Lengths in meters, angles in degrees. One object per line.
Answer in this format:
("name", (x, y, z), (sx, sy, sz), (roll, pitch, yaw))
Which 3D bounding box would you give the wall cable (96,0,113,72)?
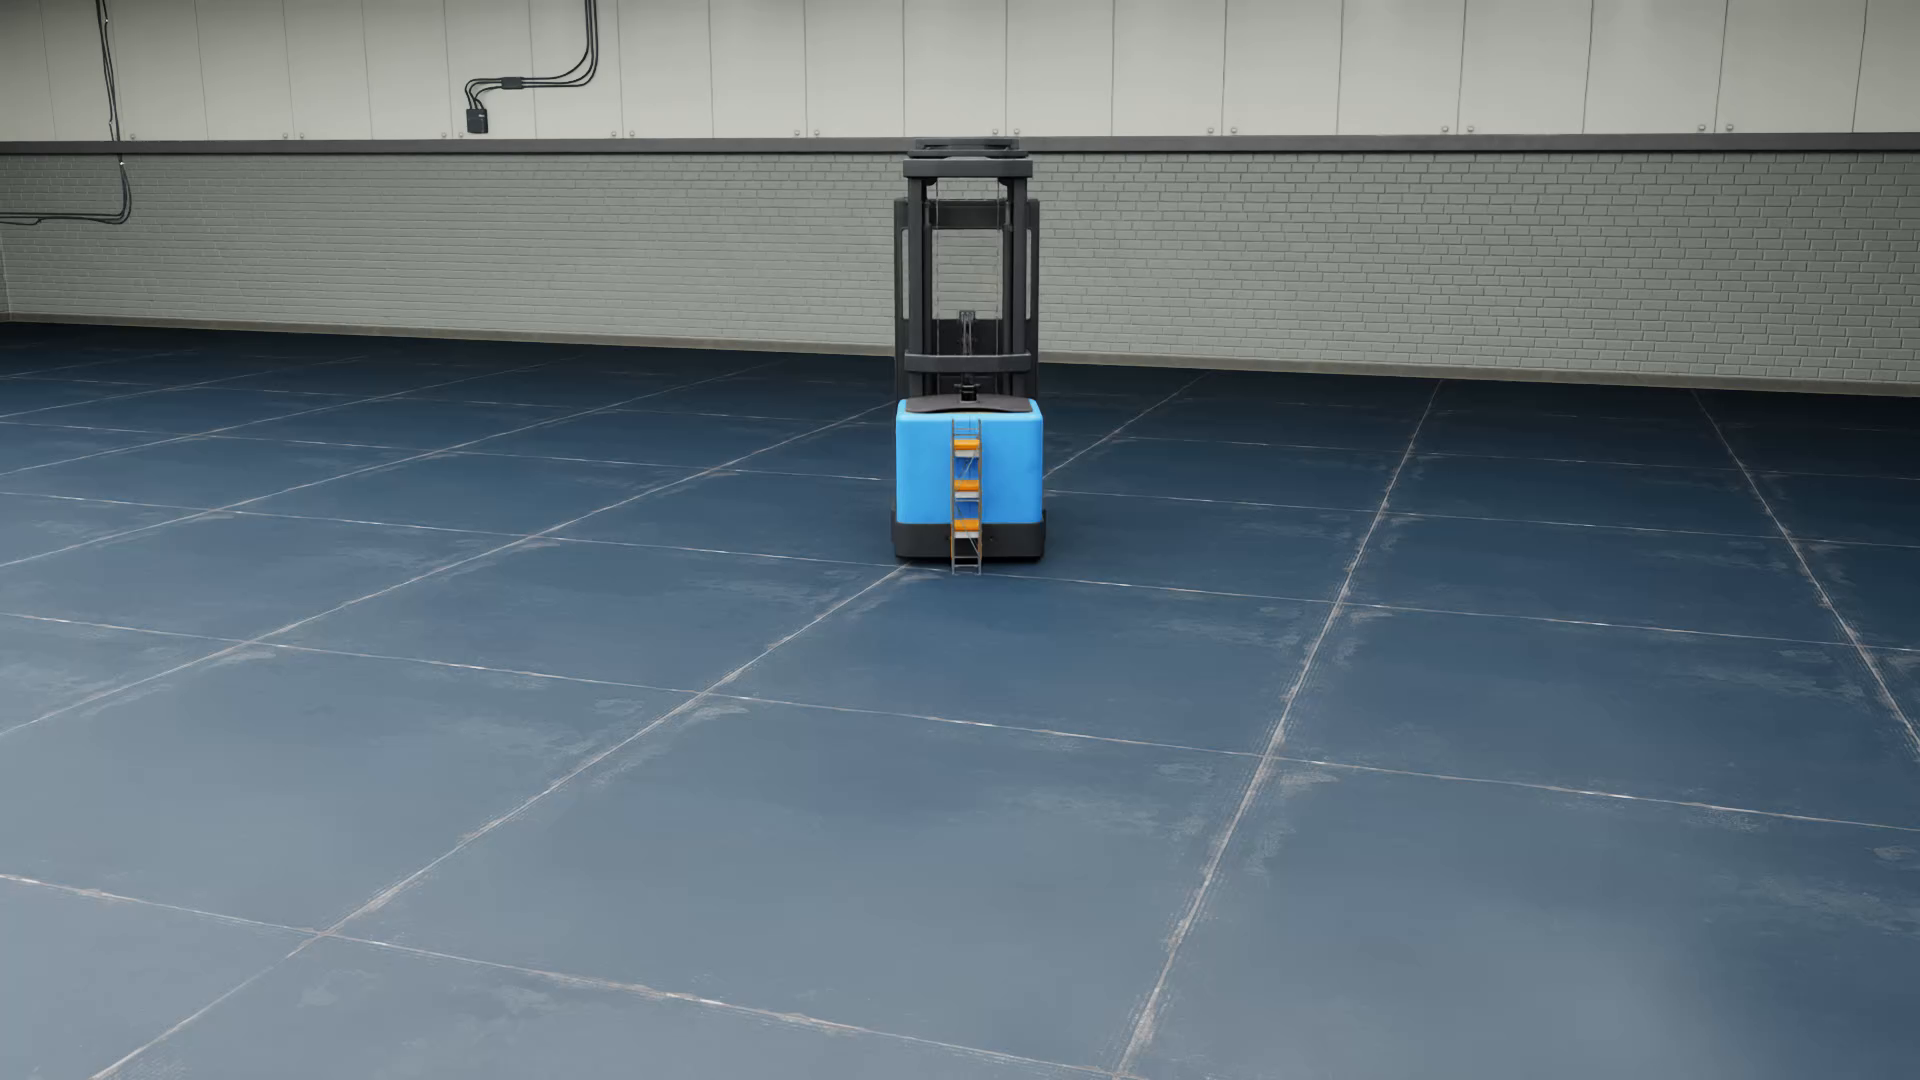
("wall cable", (-12.900, -8.908, 26.921), (3.097, 2.526, 0.112), (4, 14, 18))

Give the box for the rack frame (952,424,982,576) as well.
("rack frame", (0.046, -0.266, 11.296), (0.200, 1.050, 0.008), (0, 13, -1))

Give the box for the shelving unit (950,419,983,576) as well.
("shelving unit", (0.044, -0.294, 11.415), (0.215, 1.050, 0.252), (0, 13, -1))

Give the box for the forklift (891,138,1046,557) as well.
("forklift", (0.045, -1.577, 12.809), (1.130, 2.935, 3.031), (0, 13, -1))

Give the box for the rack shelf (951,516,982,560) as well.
("rack shelf", (0.044, -0.012, 11.479), (0.215, 0.259, 0.240), (0, 13, -1))

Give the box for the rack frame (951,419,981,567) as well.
("rack frame", (0.042, -0.321, 11.534), (0.200, 1.050, 0.008), (0, 13, -1))

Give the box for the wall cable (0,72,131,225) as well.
("wall cable", (-15.460, -6.640, 28.336), (3.097, 2.526, 0.112), (4, 14, 18))

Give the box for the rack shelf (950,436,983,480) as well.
("rack shelf", (0.044, -0.560, 11.354), (0.215, 0.259, 0.240), (0, 13, -1))

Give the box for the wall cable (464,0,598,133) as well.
("wall cable", (-6.482, -9.125, 24.603), (2.305, 6.003, 0.169), (4, 14, 18))

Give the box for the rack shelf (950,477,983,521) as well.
("rack shelf", (0.044, -0.283, 11.417), (0.215, 0.259, 0.240), (0, 13, -1))
